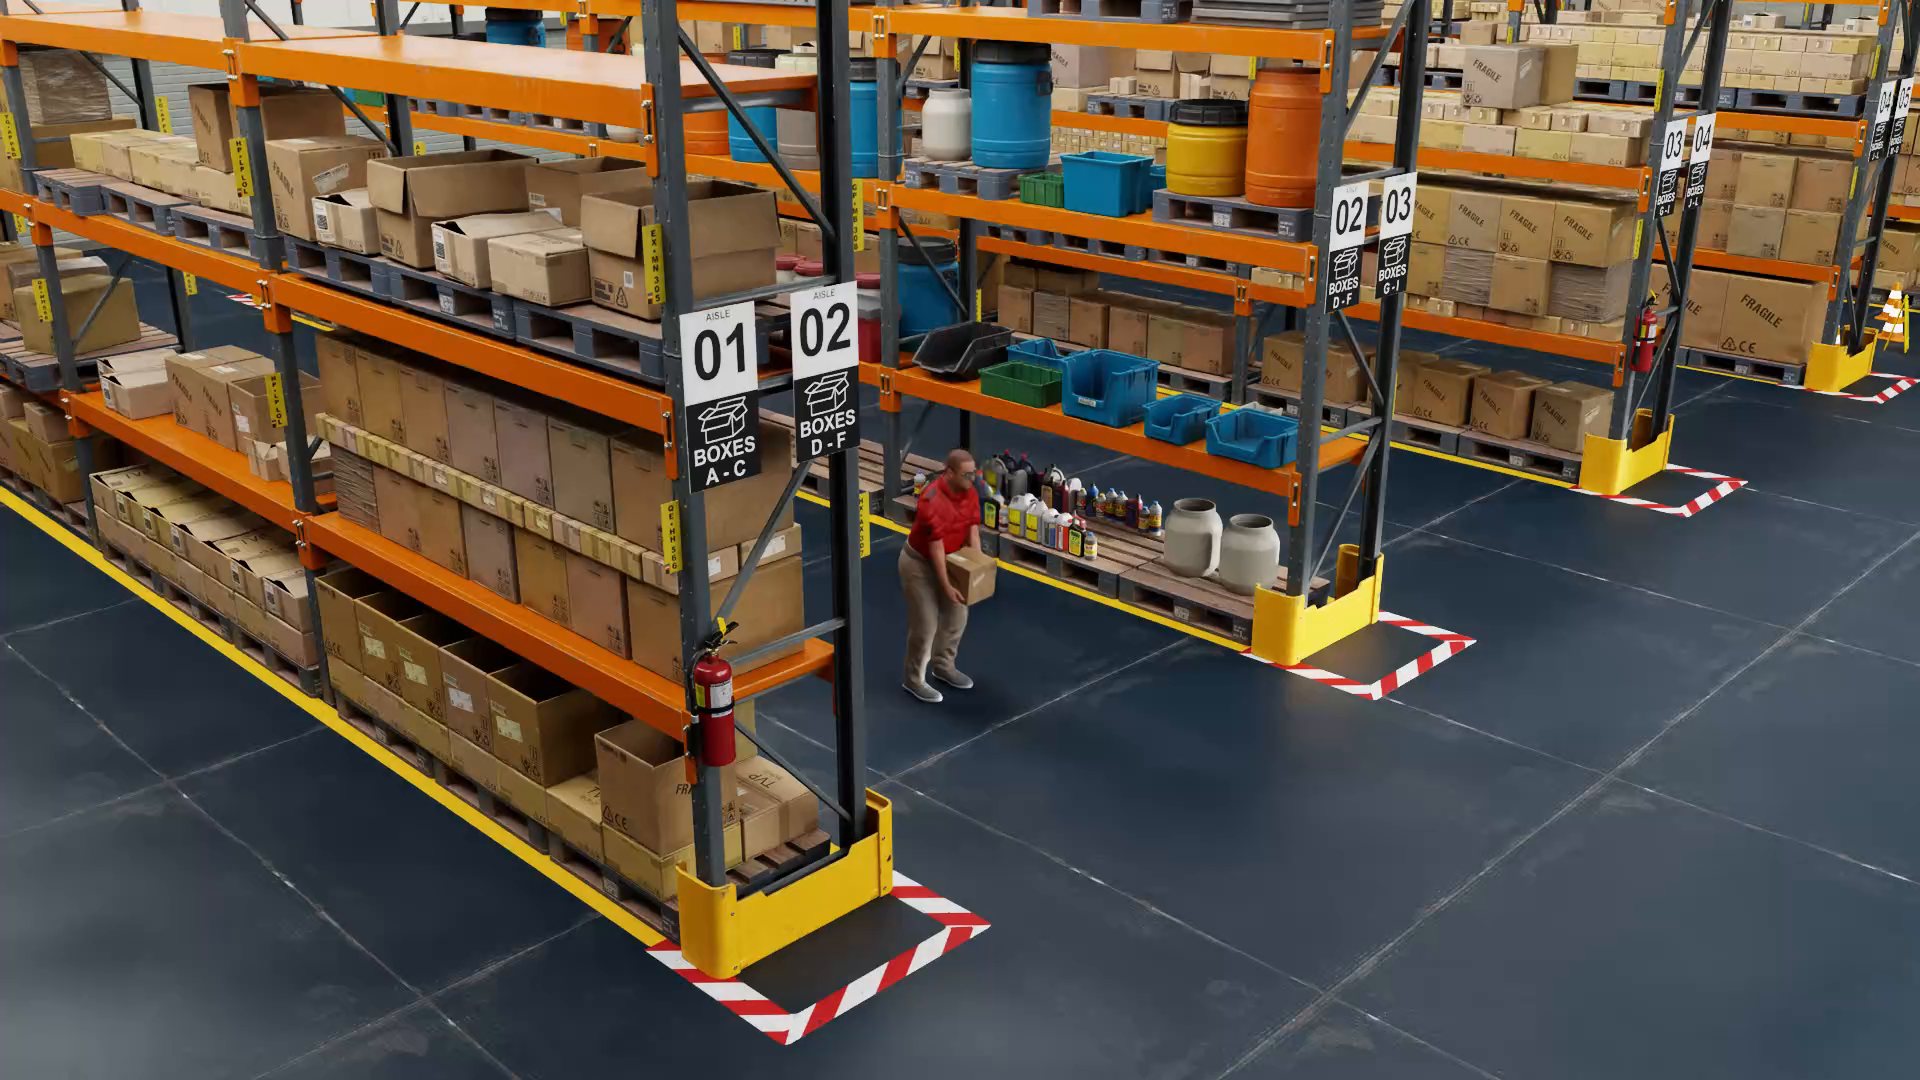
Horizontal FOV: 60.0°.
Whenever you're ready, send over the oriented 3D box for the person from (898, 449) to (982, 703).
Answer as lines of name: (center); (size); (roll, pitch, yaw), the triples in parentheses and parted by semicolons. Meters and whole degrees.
person: (-0.088, 0.207, 10.622); (0.593, 1.684, 0.481); (18, 27, 40)
